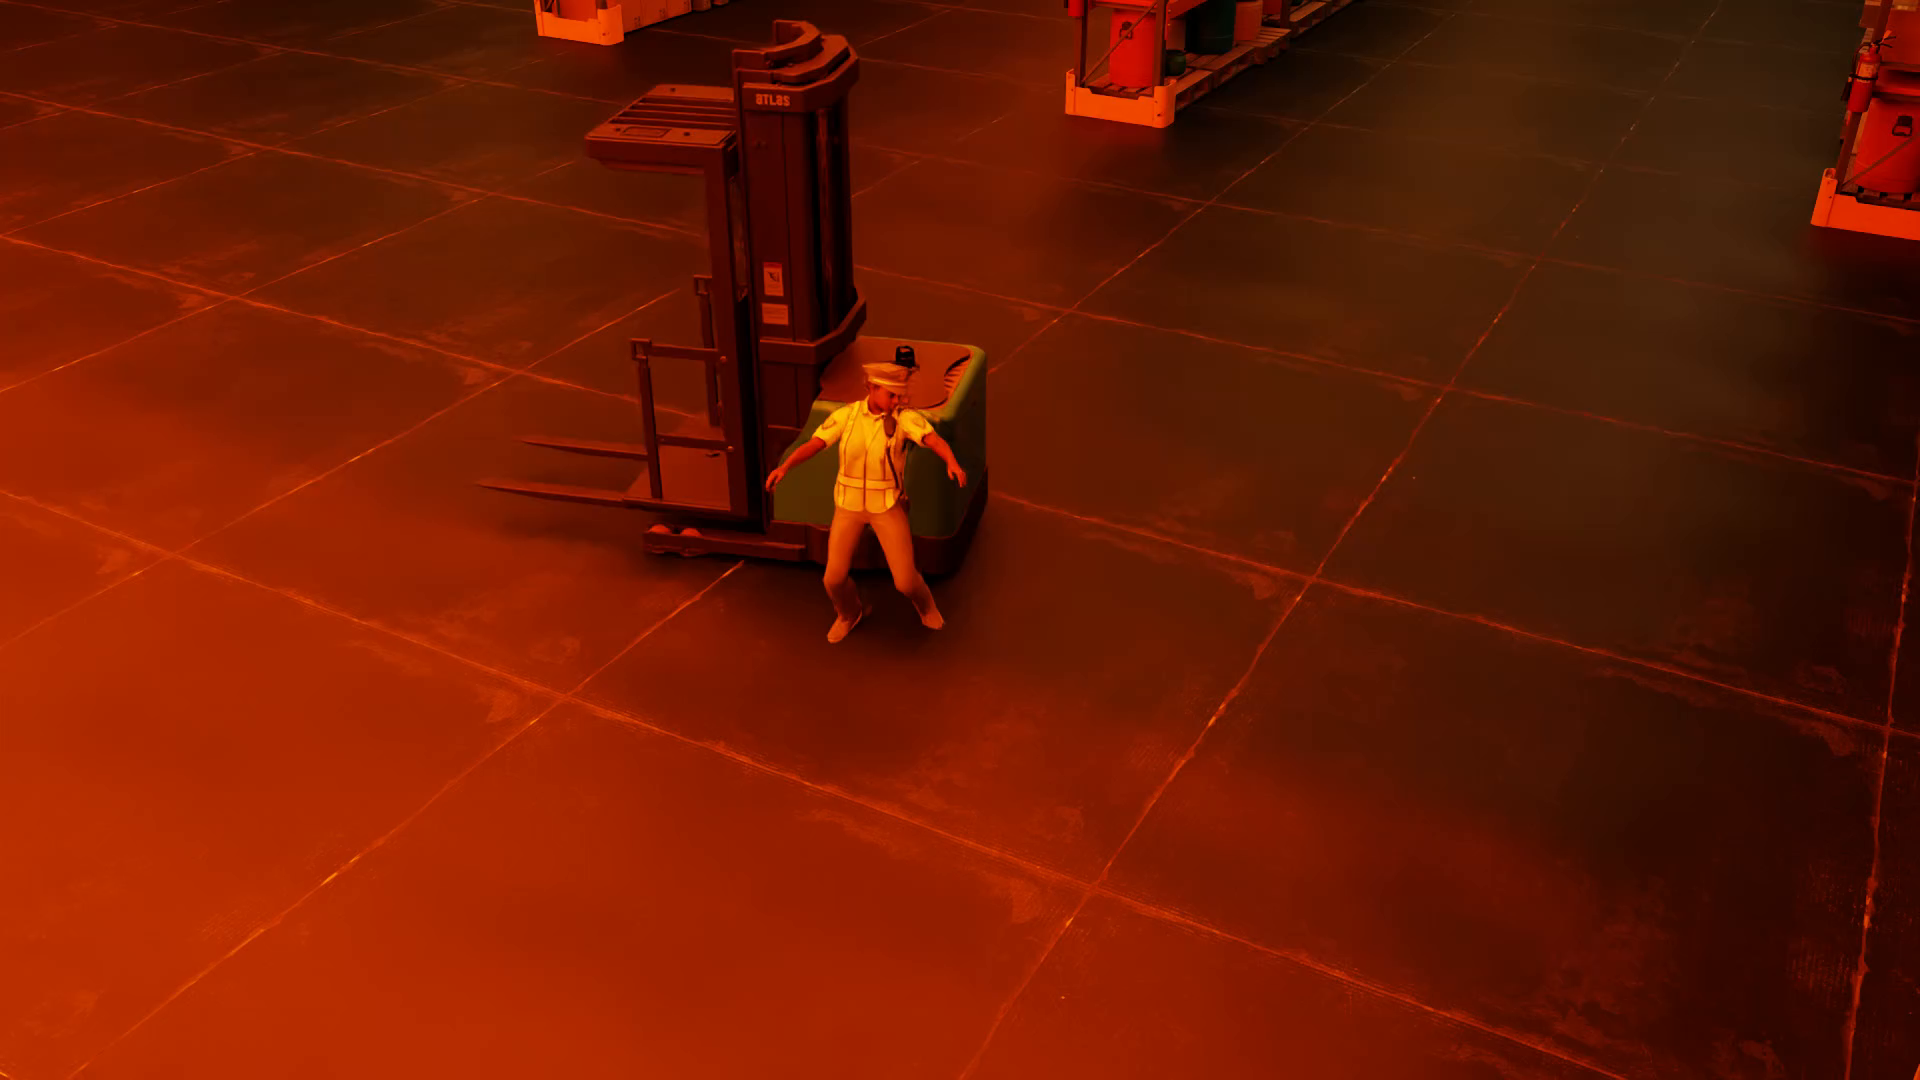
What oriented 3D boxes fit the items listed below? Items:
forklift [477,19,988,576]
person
[{"bbox_3d":[-1.401,-1.417,9.526,3.031,2.935,1.130,6,31,11],"label":"forklift"},{"bbox_3d":[-0.416,-0.108,8.759,1.016,1.596,0.751,6,31,11],"label":"person"}]
